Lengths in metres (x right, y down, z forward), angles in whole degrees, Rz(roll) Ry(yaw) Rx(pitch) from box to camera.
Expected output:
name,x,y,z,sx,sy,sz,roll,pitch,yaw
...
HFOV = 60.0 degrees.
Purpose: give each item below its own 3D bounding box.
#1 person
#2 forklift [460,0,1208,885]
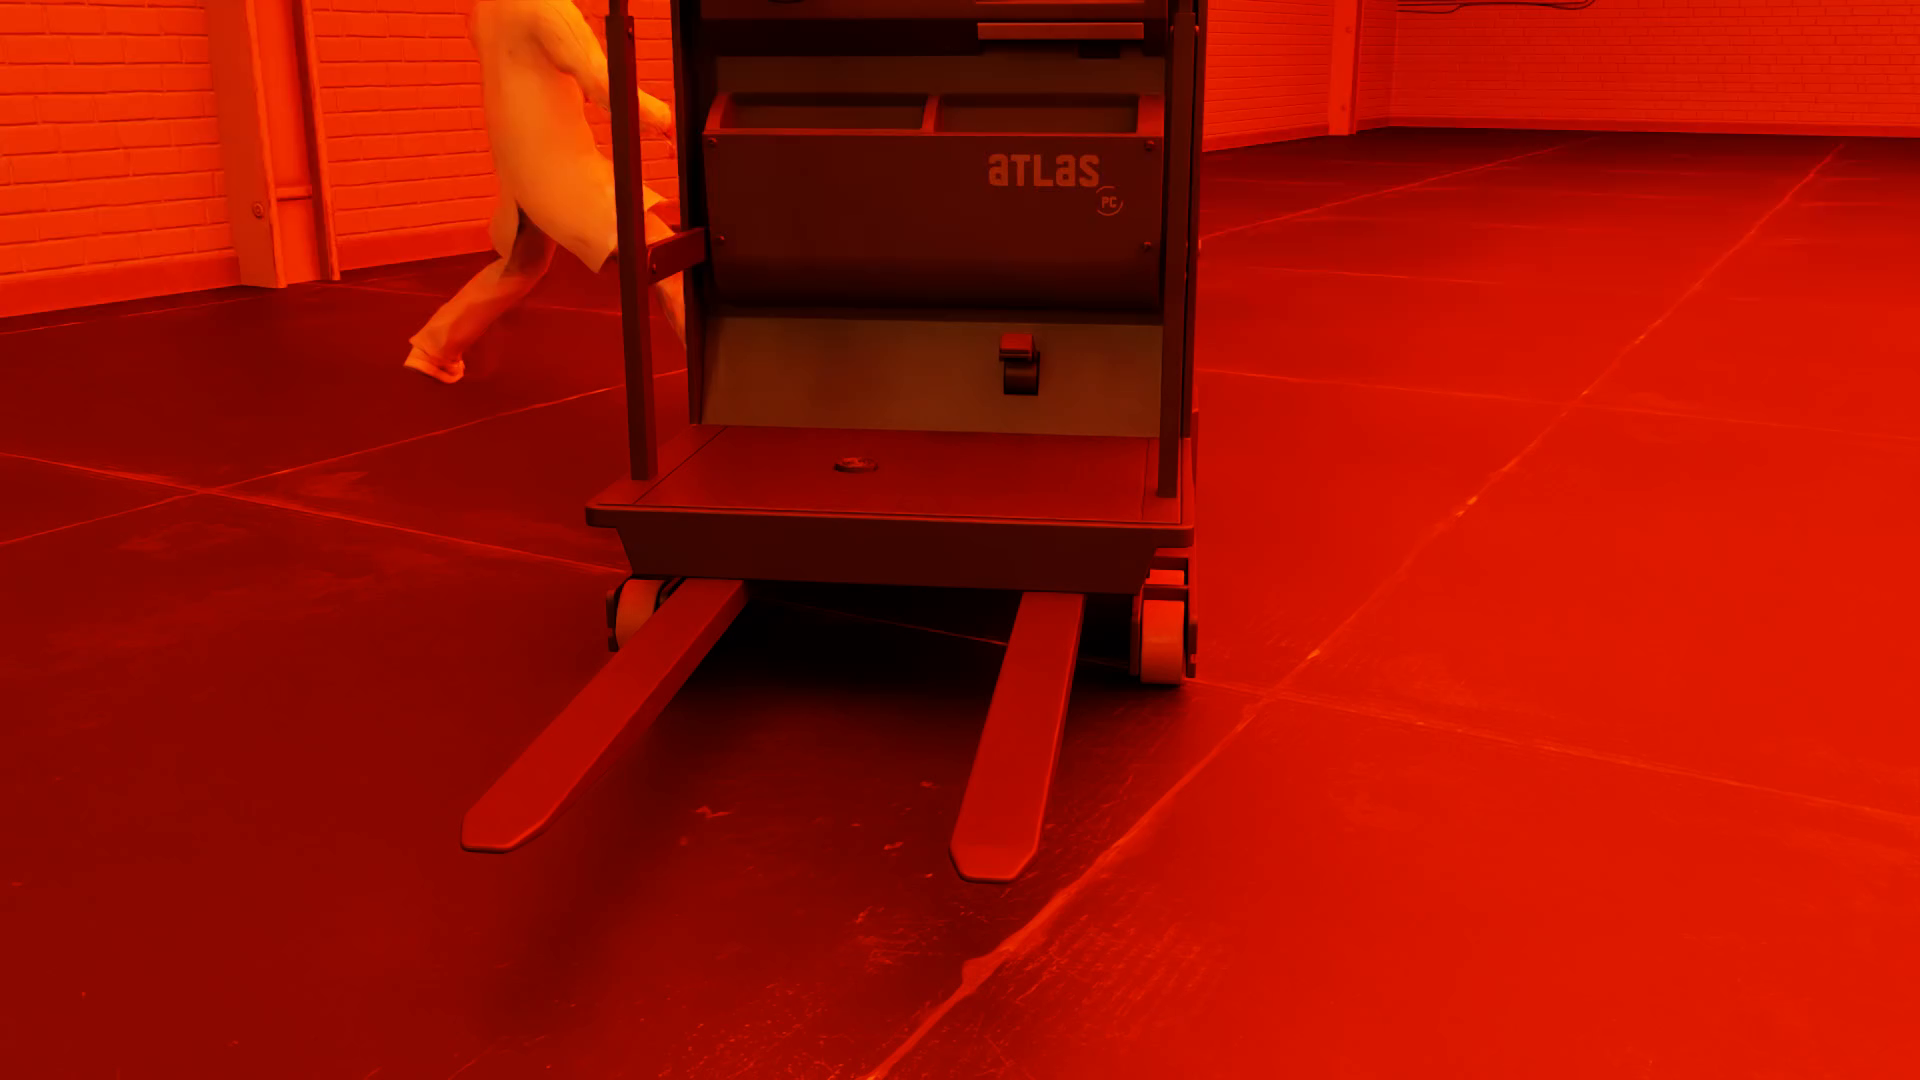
name,x,y,z,sx,sy,sz,roll,pitch,yaw
person,-1.252,-1.252,5.507,1.027,1.571,1.268,-13,21,-37
forklift,-0.078,-1.236,3.048,1.130,2.935,3.031,2,17,7
